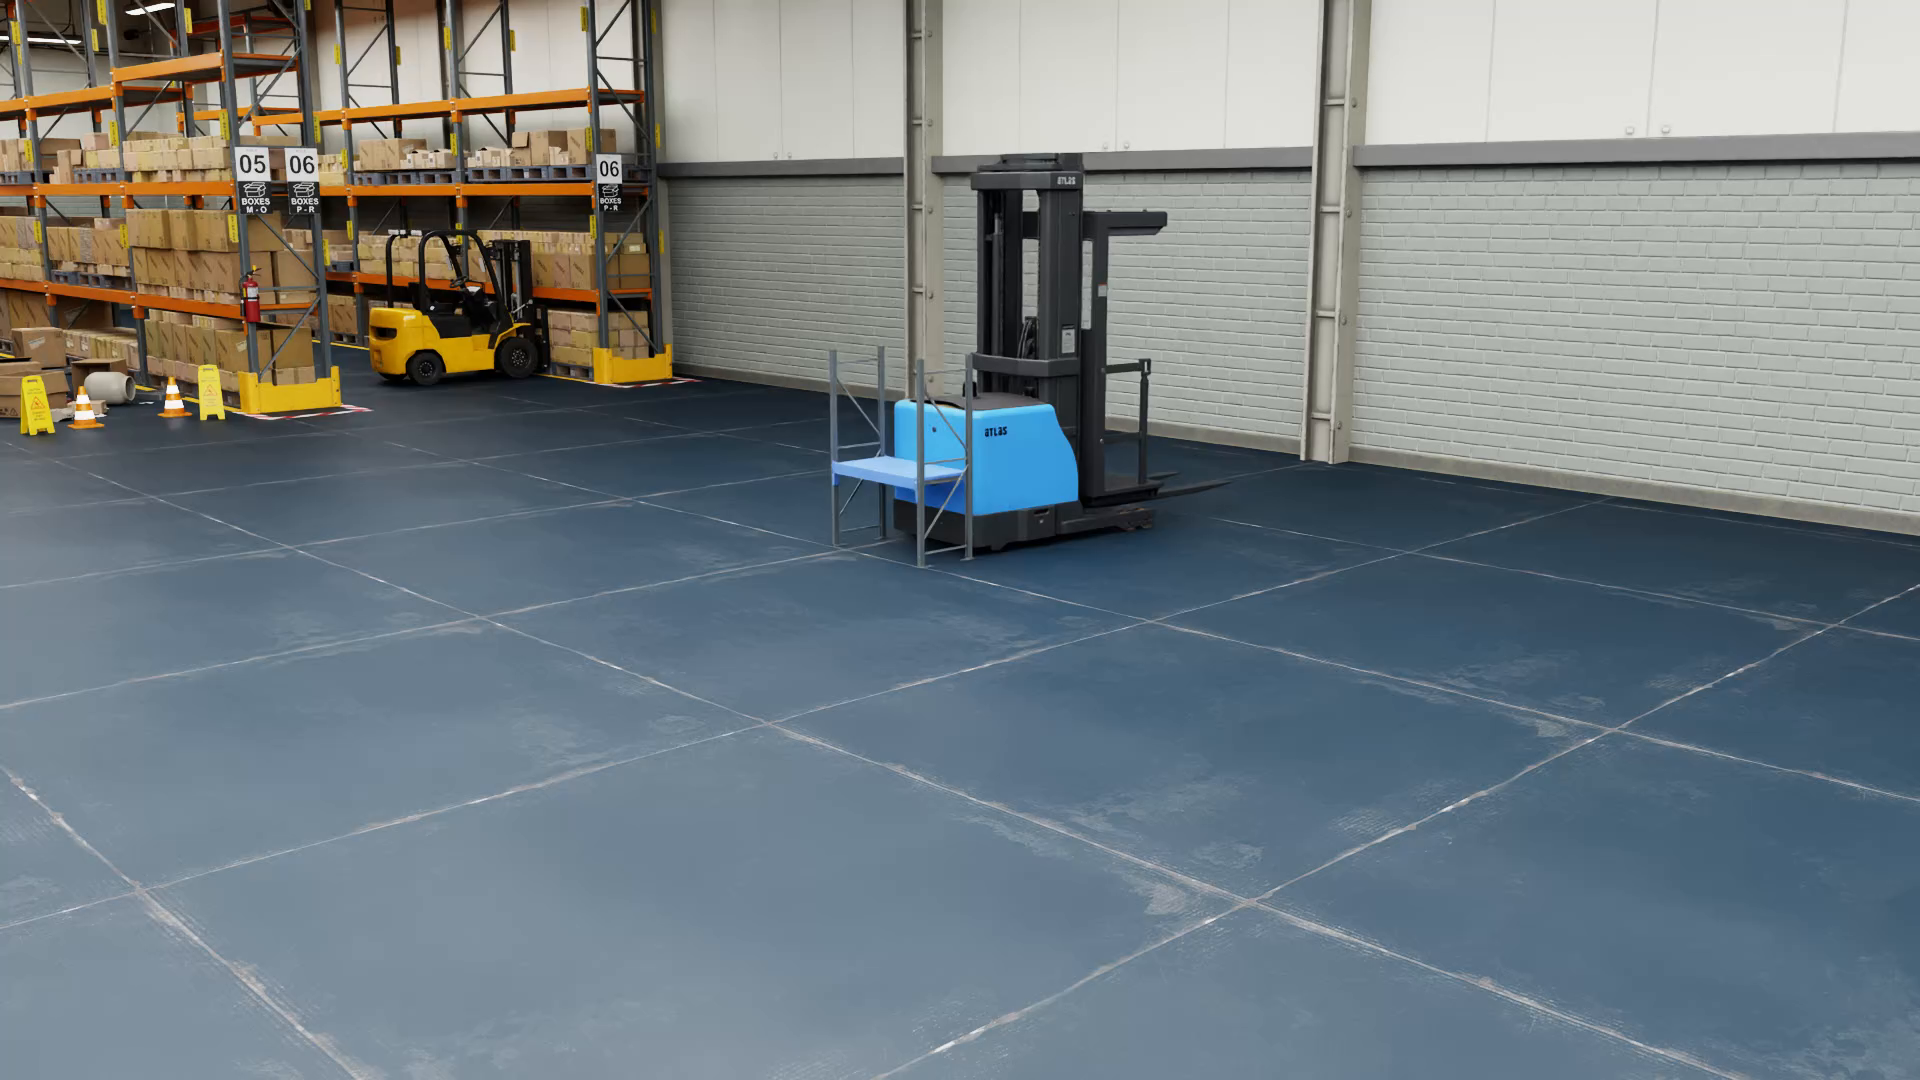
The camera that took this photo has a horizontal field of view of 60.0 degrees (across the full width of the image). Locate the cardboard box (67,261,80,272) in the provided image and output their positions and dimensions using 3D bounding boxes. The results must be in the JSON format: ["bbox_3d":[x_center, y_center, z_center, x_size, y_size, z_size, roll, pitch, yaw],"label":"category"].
[{"bbox_3d":[-13.285,-4.151,25.207,0.380,0.149,0.250,-11,16,-42],"label":"cardboard box"}]

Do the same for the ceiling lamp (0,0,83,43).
[{"bbox_3d":[-19.349,-12.001,34.393,2.000,3.185,0.800,-11,16,-43],"label":"ceiling lamp"}]

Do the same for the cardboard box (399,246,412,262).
[{"bbox_3d":[-9.095,-4.818,27.998,0.500,0.250,0.500,-11,16,-42],"label":"cardboard box"}]

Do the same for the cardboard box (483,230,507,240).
[{"bbox_3d":[-7.263,-4.787,26.119,0.380,0.149,0.250,-11,16,-42],"label":"cardboard box"}]

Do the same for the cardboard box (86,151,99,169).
[{"bbox_3d":[-12.320,-5.509,24.113,0.500,0.250,0.500,-11,16,-42],"label":"cardboard box"}]

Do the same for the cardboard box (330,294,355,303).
[{"bbox_3d":[-11.324,-4.430,30.526,0.380,0.149,0.250,-10,15,-41],"label":"cardboard box"}]

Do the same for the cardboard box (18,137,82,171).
[{"bbox_3d":[-14.246,-6.036,26.046,0.637,0.503,0.797,11,16,42],"label":"cardboard box"}]

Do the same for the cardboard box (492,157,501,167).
[{"bbox_3d":[-6.906,-5.766,25.366,0.380,0.149,0.250,-10,15,-41],"label":"cardboard box"}]

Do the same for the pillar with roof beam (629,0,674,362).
[{"bbox_3d":[-7.707,-6.367,21.515,9.100,9.000,0.400,-11,16,-43],"label":"pillar with roof beam"}]

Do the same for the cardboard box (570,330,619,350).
[{"bbox_3d":[-5.327,-2.933,24.247,0.500,0.250,0.500,-11,16,-43],"label":"cardboard box"}]

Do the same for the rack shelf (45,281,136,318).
[{"bbox_3d":[-12.496,-3.633,24.892,1.077,0.370,4.000,-11,16,-43],"label":"rack shelf"}]

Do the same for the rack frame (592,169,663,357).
[{"bbox_3d":[-4.765,-3.802,23.930,1.000,3.000,0.127,-11,16,-43],"label":"rack frame"}]

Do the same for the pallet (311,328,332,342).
[{"bbox_3d":[-11.616,-3.895,31.296,1.003,0.211,1.213,-11,16,-43],"label":"pallet"}]

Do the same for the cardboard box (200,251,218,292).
[{"bbox_3d":[-9.269,-3.418,21.085,0.500,0.500,0.500,-11,16,-42],"label":"cardboard box"}]

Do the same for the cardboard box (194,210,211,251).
[{"bbox_3d":[-9.207,-3.913,21.006,0.700,0.500,0.500,-11,16,-42],"label":"cardboard box"}]

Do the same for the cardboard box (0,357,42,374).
[{"bbox_3d":[-12.048,-1.992,20.996,0.797,0.637,0.503,-11,16,-43],"label":"cardboard box"}]

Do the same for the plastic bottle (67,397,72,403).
[{"bbox_3d":[-11.580,-1.804,21.517,0.133,0.061,0.283,-8,14,-33],"label":"plastic bottle"}]

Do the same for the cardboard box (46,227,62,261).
[{"bbox_3d":[-13.734,-4.579,25.679,0.500,0.500,0.500,11,16,44],"label":"cardboard box"}]

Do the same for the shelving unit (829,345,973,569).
[{"bbox_3d":[-0.440,-0.638,12.293,0.538,1.500,1.048,-10,15,-40],"label":"shelving unit"}]

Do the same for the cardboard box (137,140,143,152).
[{"bbox_3d":[-10.757,-5.265,22.244,0.250,0.149,0.380,11,16,43],"label":"cardboard box"}]

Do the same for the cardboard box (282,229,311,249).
[{"bbox_3d":[-12.522,-5.630,31.517,0.700,0.500,0.500,-11,16,-42],"label":"cardboard box"}]

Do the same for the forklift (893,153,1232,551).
[{"bbox_3d":[0.941,-1.574,13.289,3.031,2.935,1.130,-9,15,-38],"label":"forklift"}]

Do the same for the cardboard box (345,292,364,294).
[{"bbox_3d":[-11.356,-4.569,31.201,0.380,0.149,0.250,-11,16,-42],"label":"cardboard box"}]

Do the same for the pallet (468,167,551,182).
[{"bbox_3d":[-6.919,-5.690,25.883,1.003,0.211,1.213,-11,16,-43],"label":"pallet"}]

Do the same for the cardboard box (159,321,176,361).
[{"bbox_3d":[-10.524,-2.719,22.591,0.500,0.500,0.500,-10,15,-40],"label":"cardboard box"}]

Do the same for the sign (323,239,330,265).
[{"bbox_3d":[-7.960,-3.609,20.849,0.100,0.325,0.005,-11,16,-43],"label":"sign"}]

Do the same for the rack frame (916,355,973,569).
[{"bbox_3d":[-0.106,-0.561,11.917,0.500,1.500,0.032,-10,15,-40],"label":"rack frame"}]

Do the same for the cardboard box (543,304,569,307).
[{"bbox_3d":[-6.347,-3.542,25.963,0.500,0.250,0.500,-11,16,-42],"label":"cardboard box"}]

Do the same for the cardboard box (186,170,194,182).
[{"bbox_3d":[-9.665,-4.659,21.282,0.250,0.149,0.380,11,16,44],"label":"cardboard box"}]

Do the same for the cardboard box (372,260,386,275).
[{"bbox_3d":[-9.816,-4.723,28.772,0.500,0.250,0.500,-11,16,-44],"label":"cardboard box"}]

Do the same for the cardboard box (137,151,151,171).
[{"bbox_3d":[-10.646,-5.058,22.230,0.500,0.250,0.500,-11,16,-43],"label":"cardboard box"}]

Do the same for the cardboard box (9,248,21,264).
[{"bbox_3d":[-15.120,-4.630,27.082,0.500,0.250,0.500,11,16,44],"label":"cardboard box"}]

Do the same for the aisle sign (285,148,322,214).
[{"bbox_3d":[-8.085,-4.417,20.473,0.394,0.787,0.004,-11,16,-43],"label":"aisle sign"}]

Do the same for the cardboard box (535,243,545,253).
[{"bbox_3d":[-6.110,-4.364,24.802,0.380,0.149,0.250,-11,16,-42],"label":"cardboard box"}]

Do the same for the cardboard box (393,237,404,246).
[{"bbox_3d":[-9.383,-5.061,28.189,0.380,0.149,0.250,-10,16,-41],"label":"cardboard box"}]

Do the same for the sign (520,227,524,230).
[{"bbox_3d":[-7.127,-4.926,27.044,0.100,0.325,0.005,-11,16,-43],"label":"sign"}]

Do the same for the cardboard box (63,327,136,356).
[{"bbox_3d":[-13.494,-3.112,26.052,0.625,0.372,0.950,10,16,41],"label":"cardboard box"}]

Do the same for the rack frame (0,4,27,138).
[{"bbox_3d":[-16.639,-7.799,28.465,1.000,3.000,0.127,-11,16,-43],"label":"rack frame"}]

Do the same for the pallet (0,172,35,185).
[{"bbox_3d":[-15.134,-5.903,27.163,1.003,0.211,1.213,-10,15,-40],"label":"pallet"}]

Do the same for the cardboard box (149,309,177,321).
[{"bbox_3d":[-10.859,-3.087,22.767,0.380,0.149,0.250,-11,16,-42],"label":"cardboard box"}]

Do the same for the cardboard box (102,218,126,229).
[{"bbox_3d":[-12.082,-4.546,23.909,0.250,0.149,0.380,11,16,43],"label":"cardboard box"}]

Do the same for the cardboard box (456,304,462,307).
[{"bbox_3d":[-8.426,-3.617,27.877,0.875,0.625,0.625,-11,16,-43],"label":"cardboard box"}]

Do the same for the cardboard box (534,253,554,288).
[{"bbox_3d":[-6.000,-4.037,24.827,0.500,0.500,0.500,-11,16,-44],"label":"cardboard box"}]

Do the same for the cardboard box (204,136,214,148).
[{"bbox_3d":[-9.139,-4.932,20.629,0.380,0.149,0.250,-11,16,-43],"label":"cardboard box"}]

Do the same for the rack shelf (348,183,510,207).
[{"bbox_3d":[-8.908,-5.794,27.950,1.077,0.370,4.000,-11,16,-43],"label":"rack shelf"}]

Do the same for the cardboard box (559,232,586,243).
[{"bbox_3d":[-5.676,-4.450,24.483,0.380,0.149,0.250,-11,16,-42],"label":"cardboard box"}]

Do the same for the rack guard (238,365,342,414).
[{"bbox_3d":[-8.405,-1.896,20.876,1.175,0.500,0.348,-11,16,-43],"label":"rack guard"}]

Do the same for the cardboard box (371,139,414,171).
[{"bbox_3d":[-9.545,-6.542,28.264,0.700,0.500,0.500,-11,16,-44],"label":"cardboard box"}]

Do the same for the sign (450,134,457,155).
[{"bbox_3d":[-7.913,-6.185,26.002,0.100,0.325,0.005,-11,16,-43],"label":"sign"}]

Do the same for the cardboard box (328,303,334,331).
[{"bbox_3d":[-11.438,-4.133,30.691,0.500,0.500,0.500,-10,15,-40],"label":"cardboard box"}]

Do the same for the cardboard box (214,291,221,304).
[{"bbox_3d":[-9.182,-3.073,21.016,0.380,0.149,0.250,-11,16,-44],"label":"cardboard box"}]
